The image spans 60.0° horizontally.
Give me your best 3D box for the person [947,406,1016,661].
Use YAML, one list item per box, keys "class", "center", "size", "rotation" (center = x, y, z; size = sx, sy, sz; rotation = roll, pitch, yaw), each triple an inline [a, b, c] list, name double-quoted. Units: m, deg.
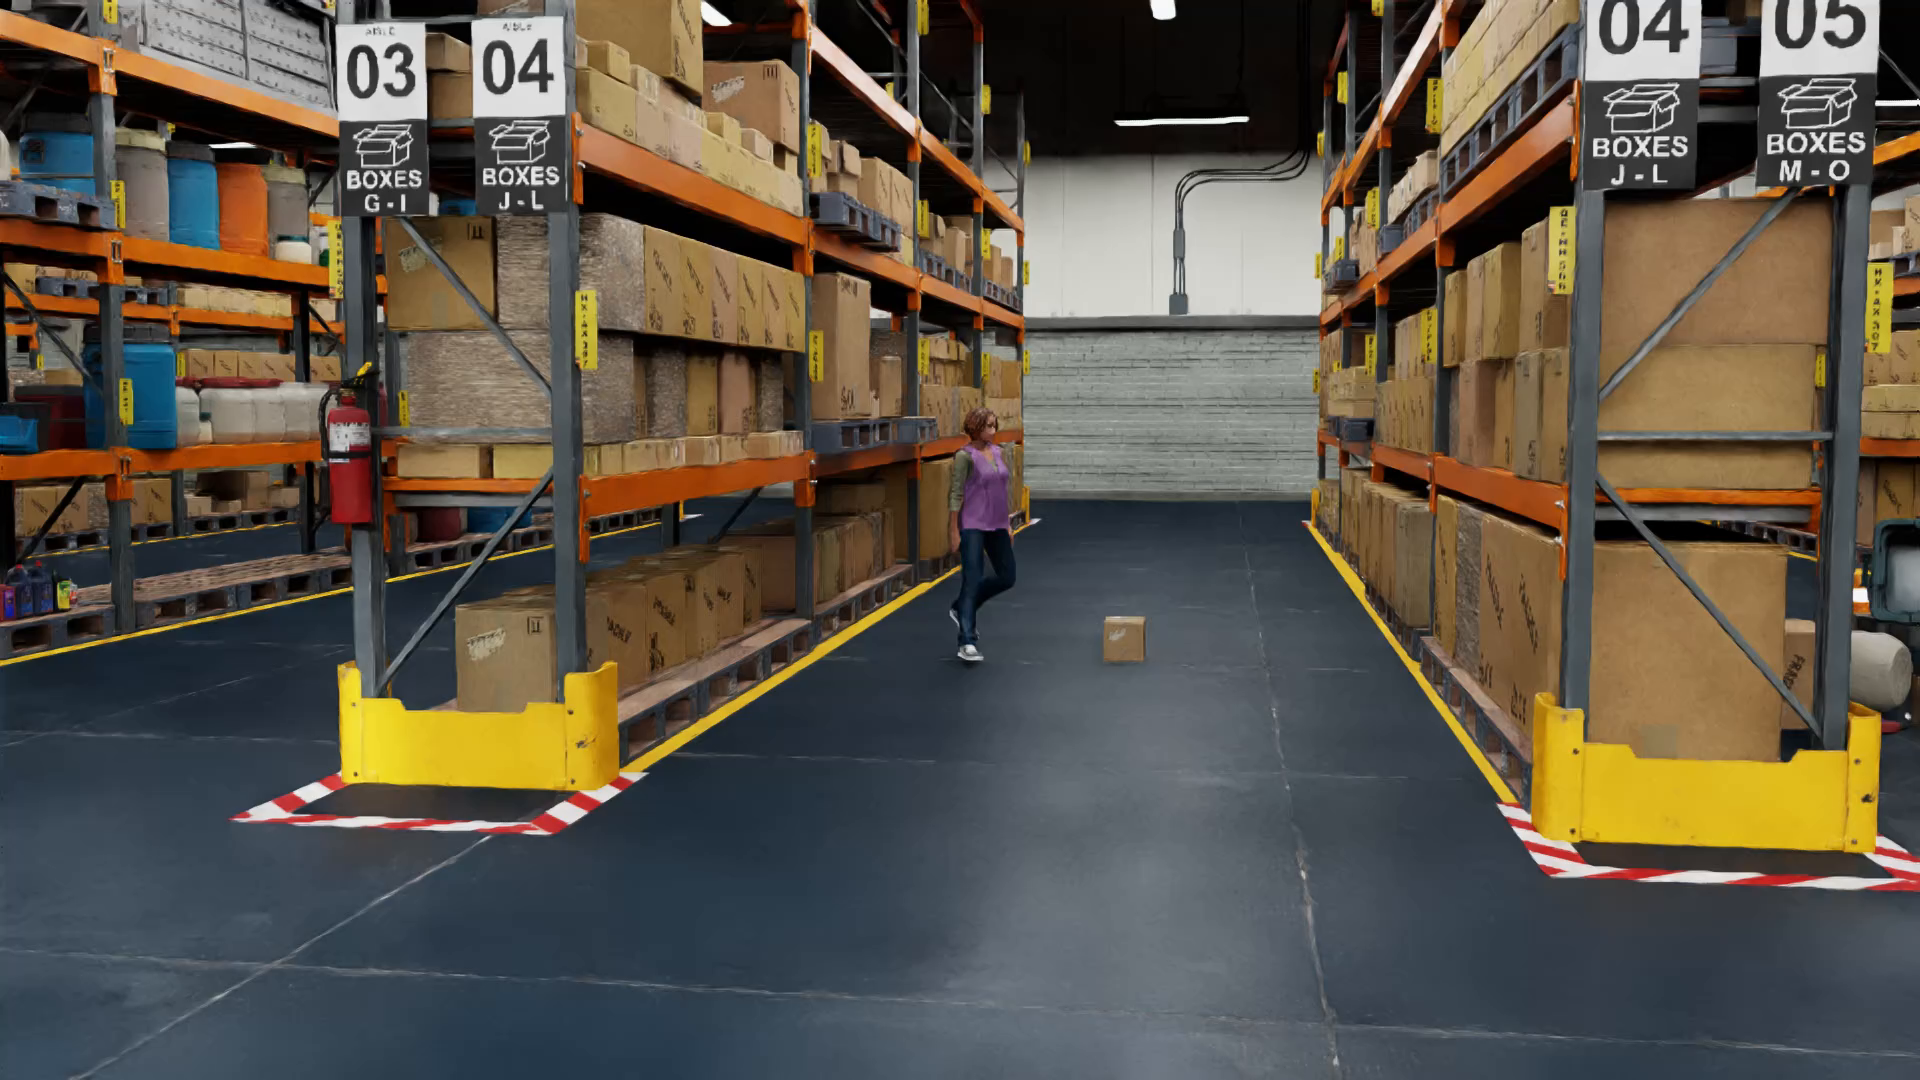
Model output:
- class: "person"
  center: [0.075, -0.058, 10.637]
  size: [0.575, 1.589, 0.546]
  rotation: [4, 6, 41]
